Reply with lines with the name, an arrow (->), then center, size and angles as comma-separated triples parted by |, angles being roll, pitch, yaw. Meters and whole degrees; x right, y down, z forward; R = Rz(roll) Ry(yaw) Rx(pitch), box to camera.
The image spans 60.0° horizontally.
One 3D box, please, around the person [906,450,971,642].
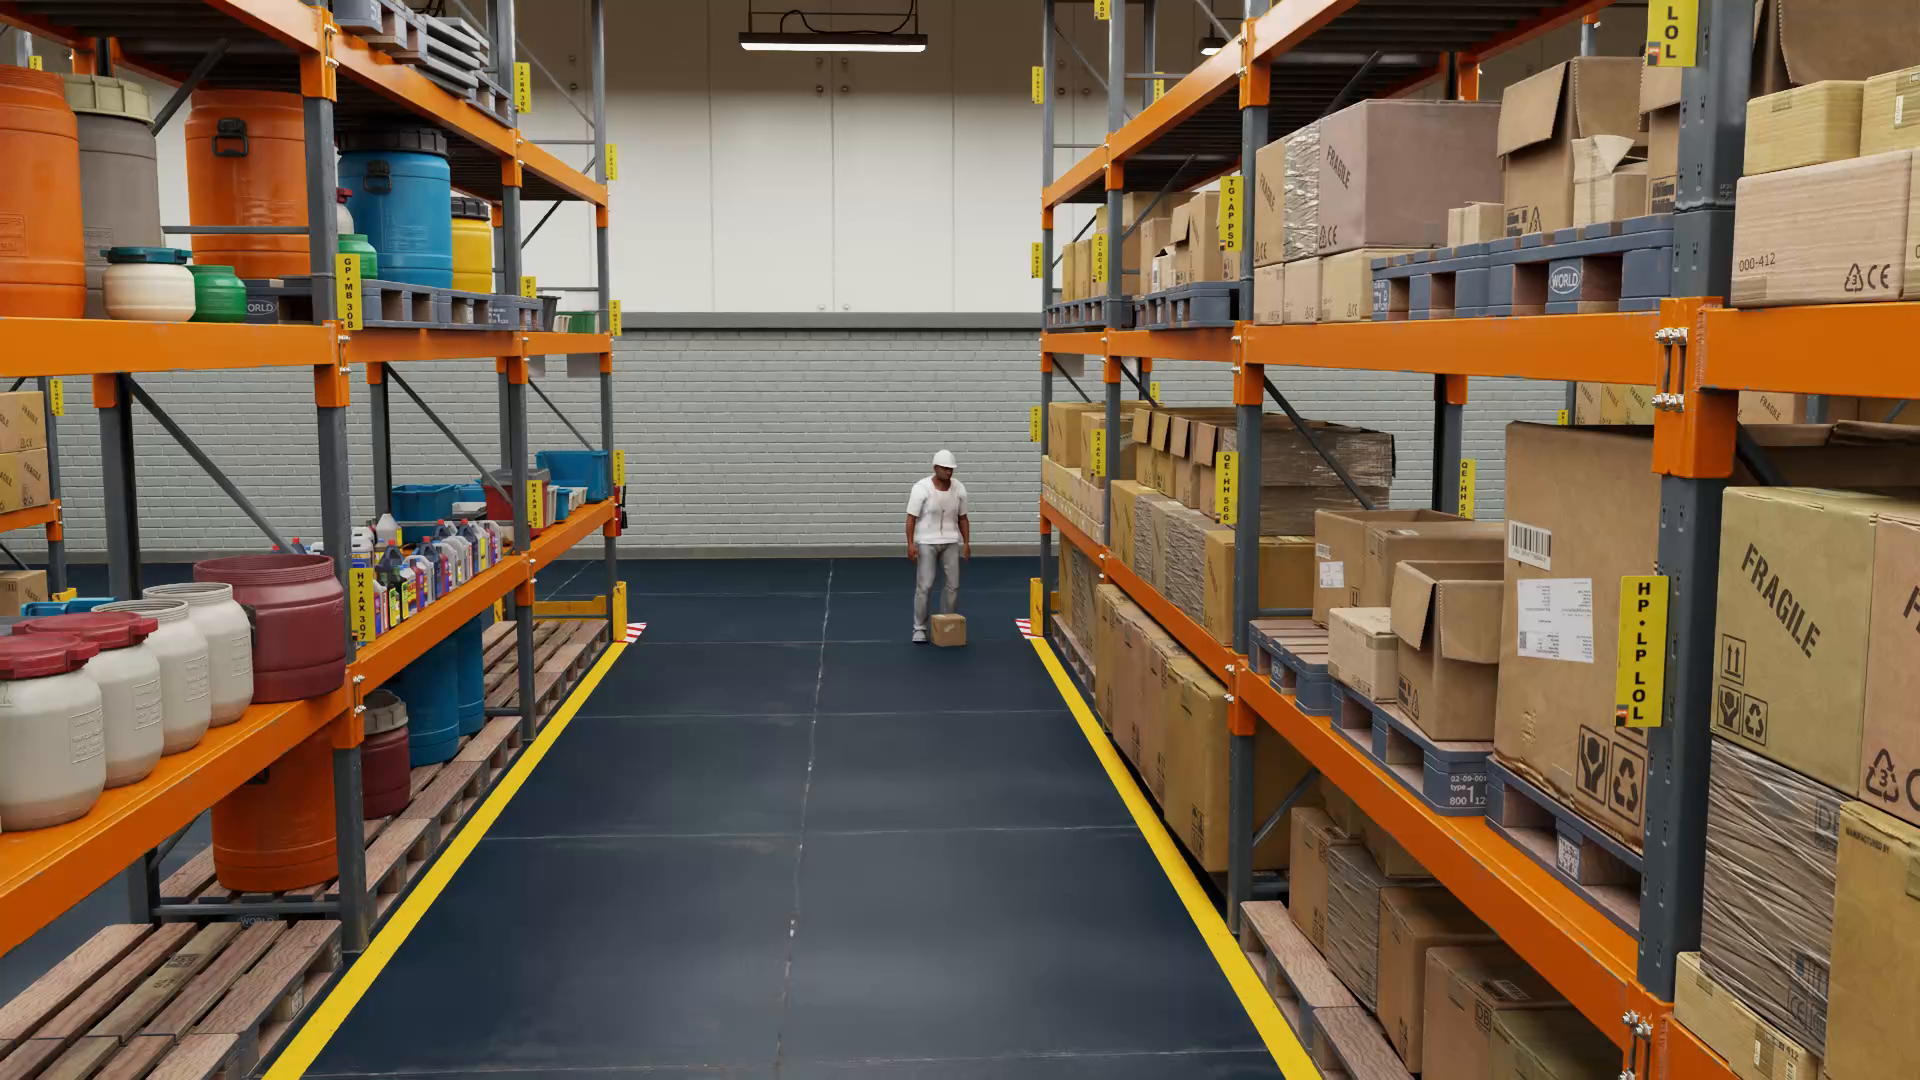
person -> -0.191, 0.047, 15.275 | 0.630, 1.759, 0.460 | -3, 7, -22
